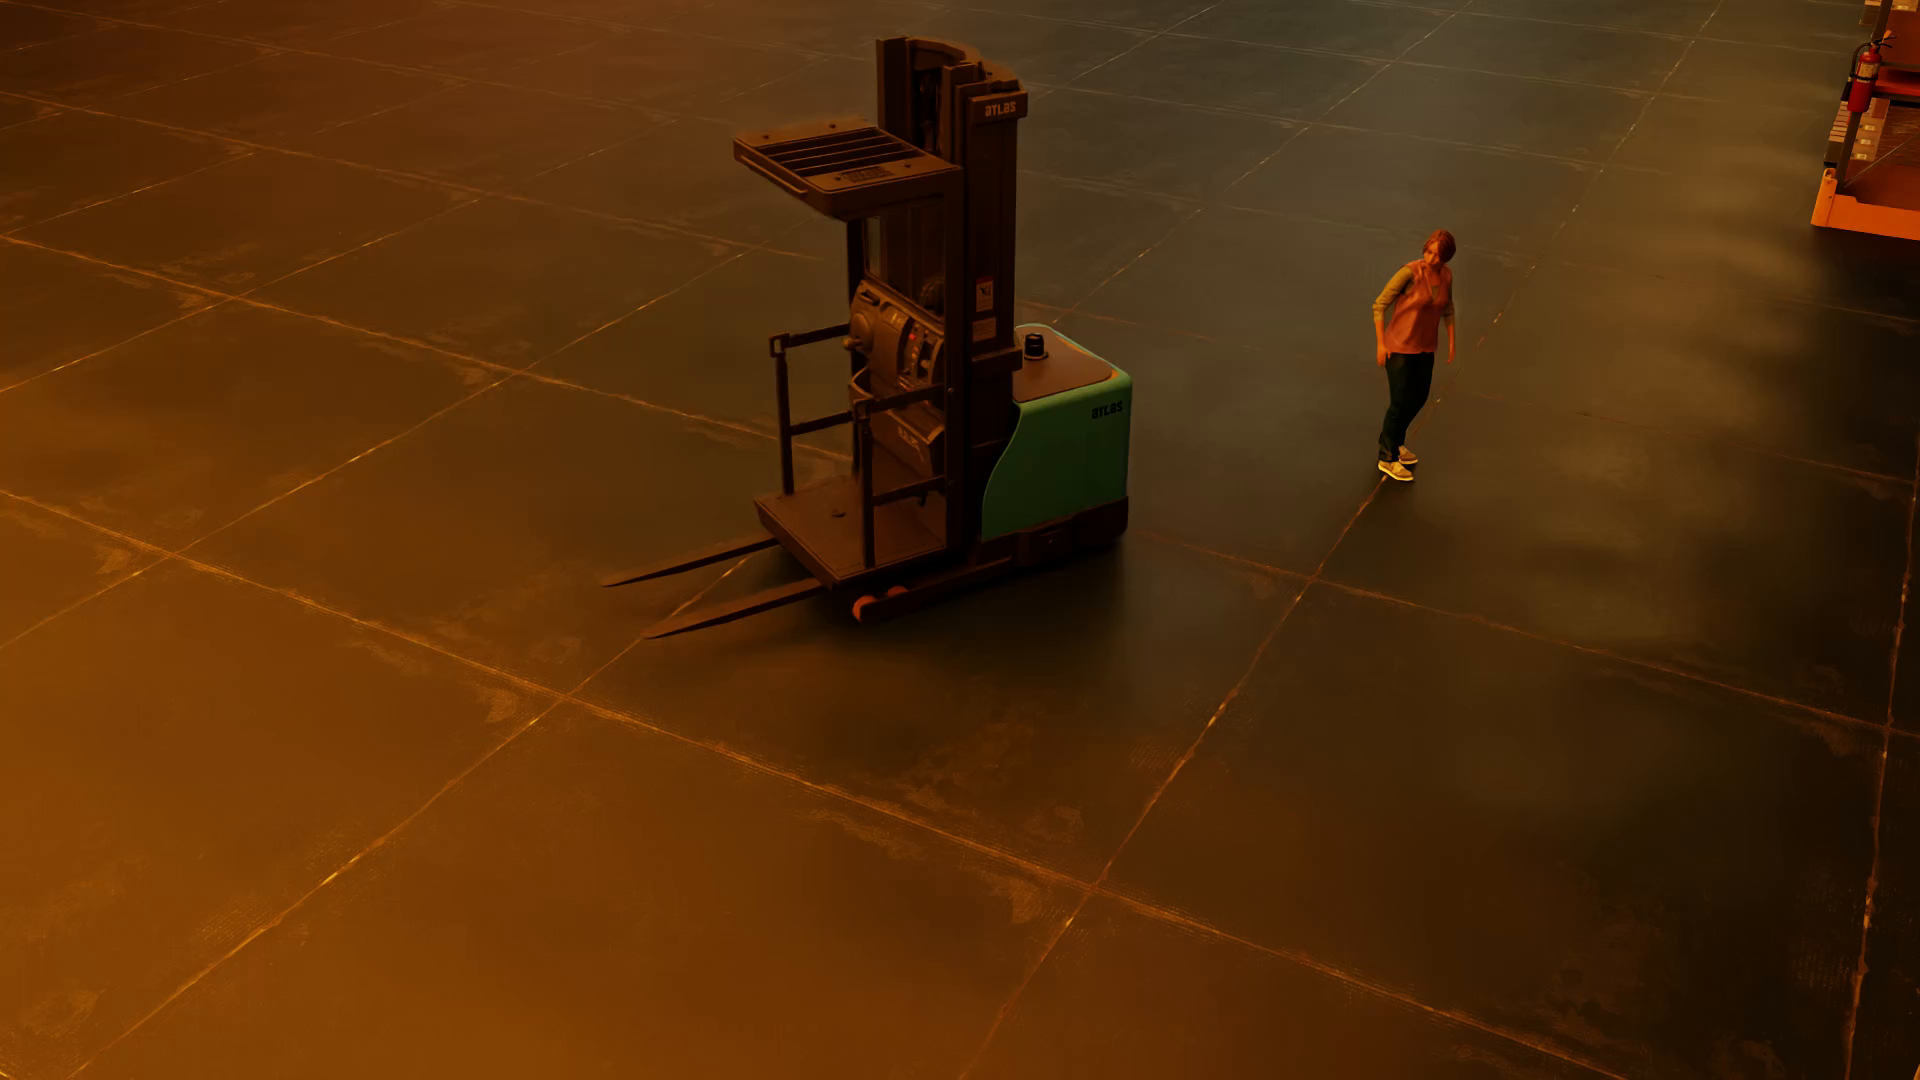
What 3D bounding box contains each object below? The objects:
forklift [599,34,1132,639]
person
[{"bbox_3d":[-0.526,-1.098,8.973,3.031,2.935,1.130,-17,34,-27],"label":"forklift"},{"bbox_3d":[2.884,-1.174,10.458,0.617,1.585,0.456,-16,33,-25],"label":"person"}]
